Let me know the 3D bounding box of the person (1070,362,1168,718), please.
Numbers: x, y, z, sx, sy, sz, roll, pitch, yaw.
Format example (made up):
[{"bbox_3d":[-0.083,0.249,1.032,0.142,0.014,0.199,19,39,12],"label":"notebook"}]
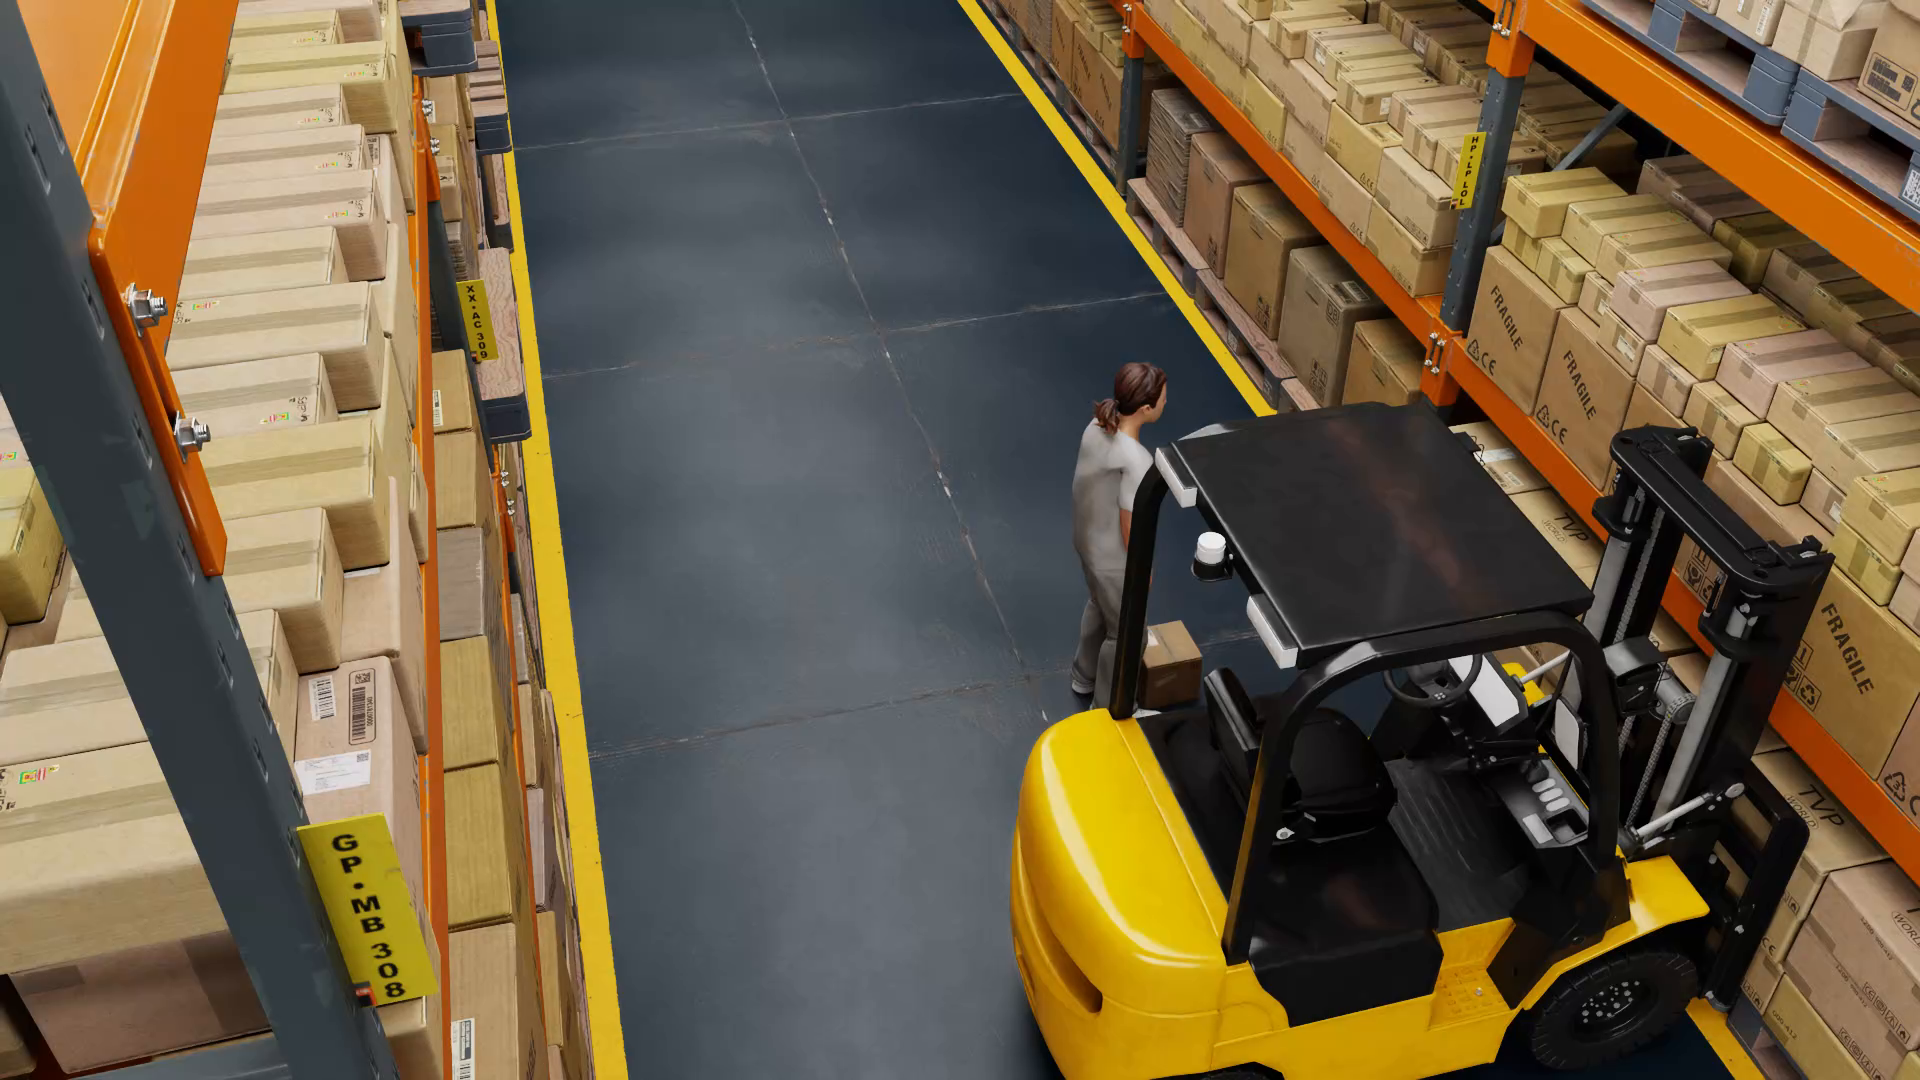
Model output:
[{"bbox_3d":[0.636,0.029,6.679,0.362,1.671,0.498,-11,40,-14],"label":"person"}]
